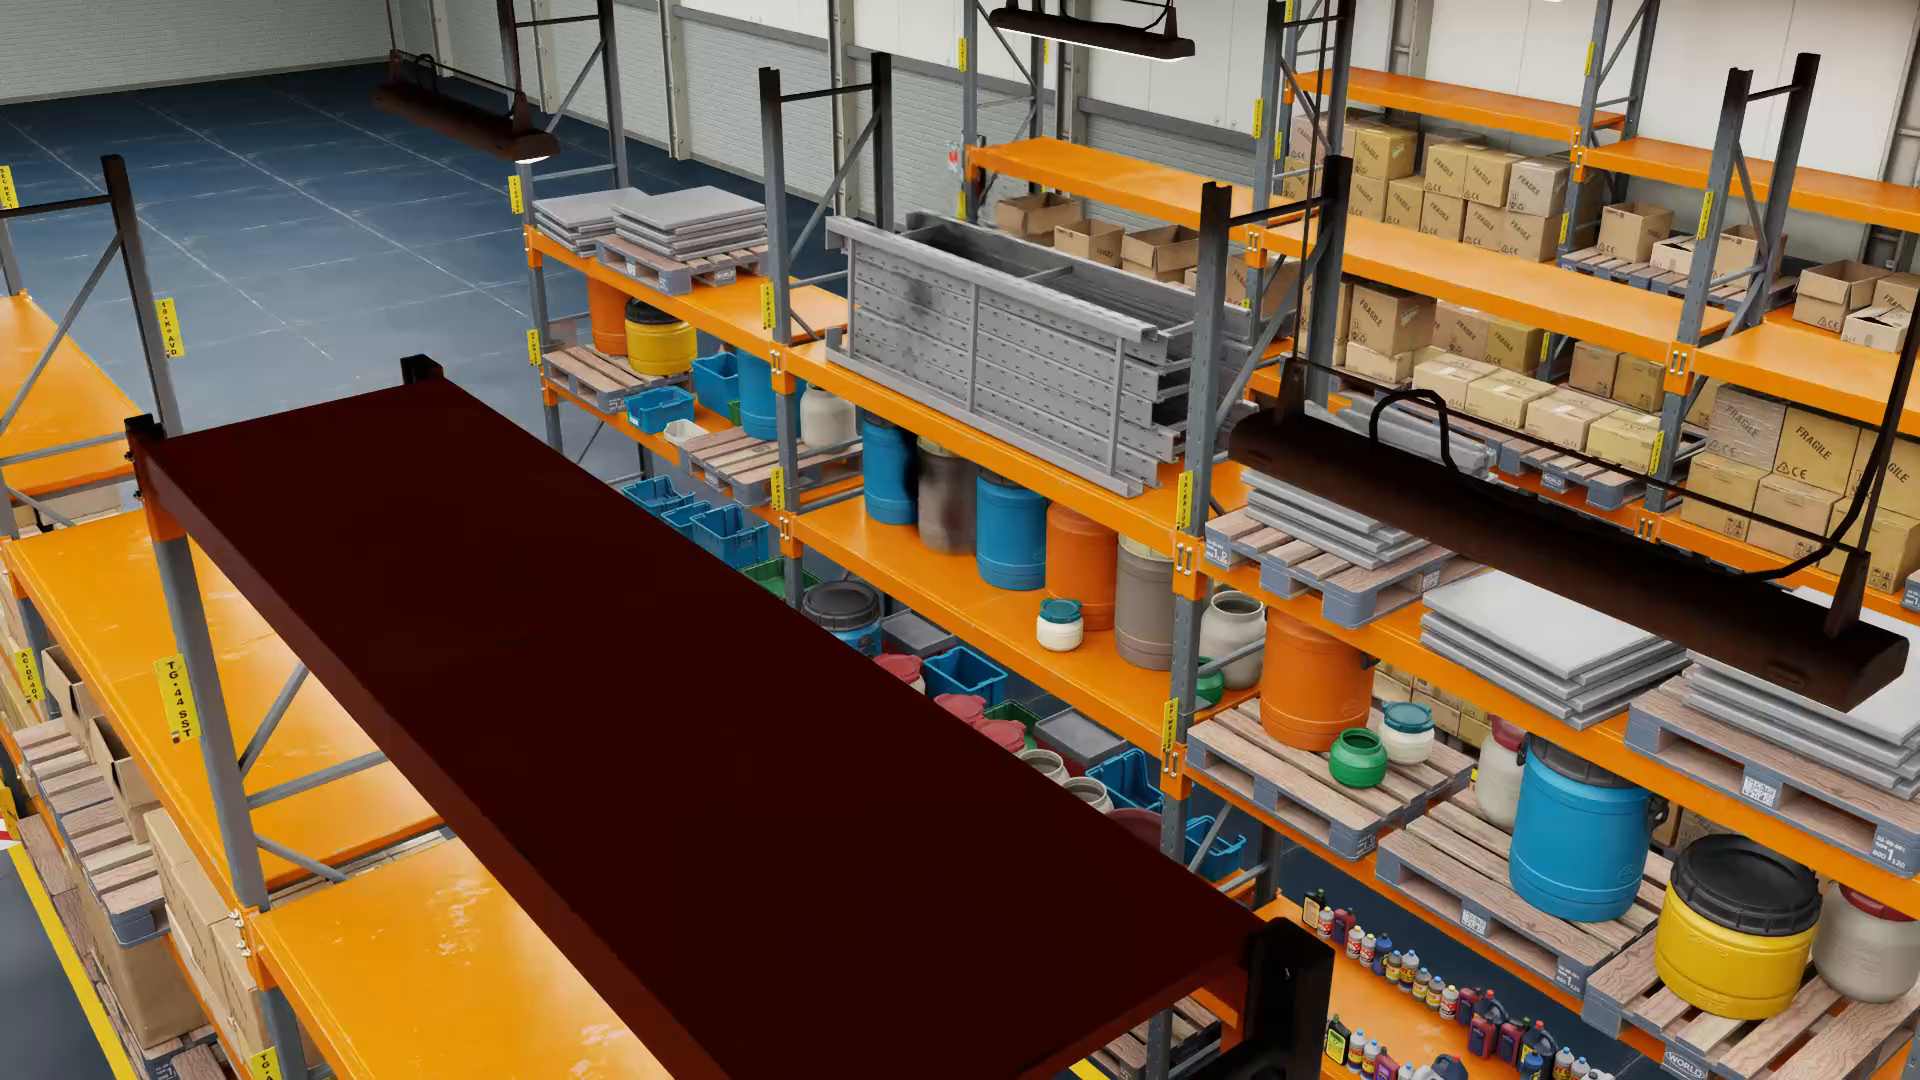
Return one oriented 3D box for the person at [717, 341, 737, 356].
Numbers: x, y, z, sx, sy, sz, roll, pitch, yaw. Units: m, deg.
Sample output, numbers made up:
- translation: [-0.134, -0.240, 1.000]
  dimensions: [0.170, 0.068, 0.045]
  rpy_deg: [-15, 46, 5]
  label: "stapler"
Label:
- translation: [-2.735, -1.556, 19.590]
  dimensions: [0.599, 1.627, 0.575]
  rpy_deg: [-2, 26, -5]
  label: "person"
